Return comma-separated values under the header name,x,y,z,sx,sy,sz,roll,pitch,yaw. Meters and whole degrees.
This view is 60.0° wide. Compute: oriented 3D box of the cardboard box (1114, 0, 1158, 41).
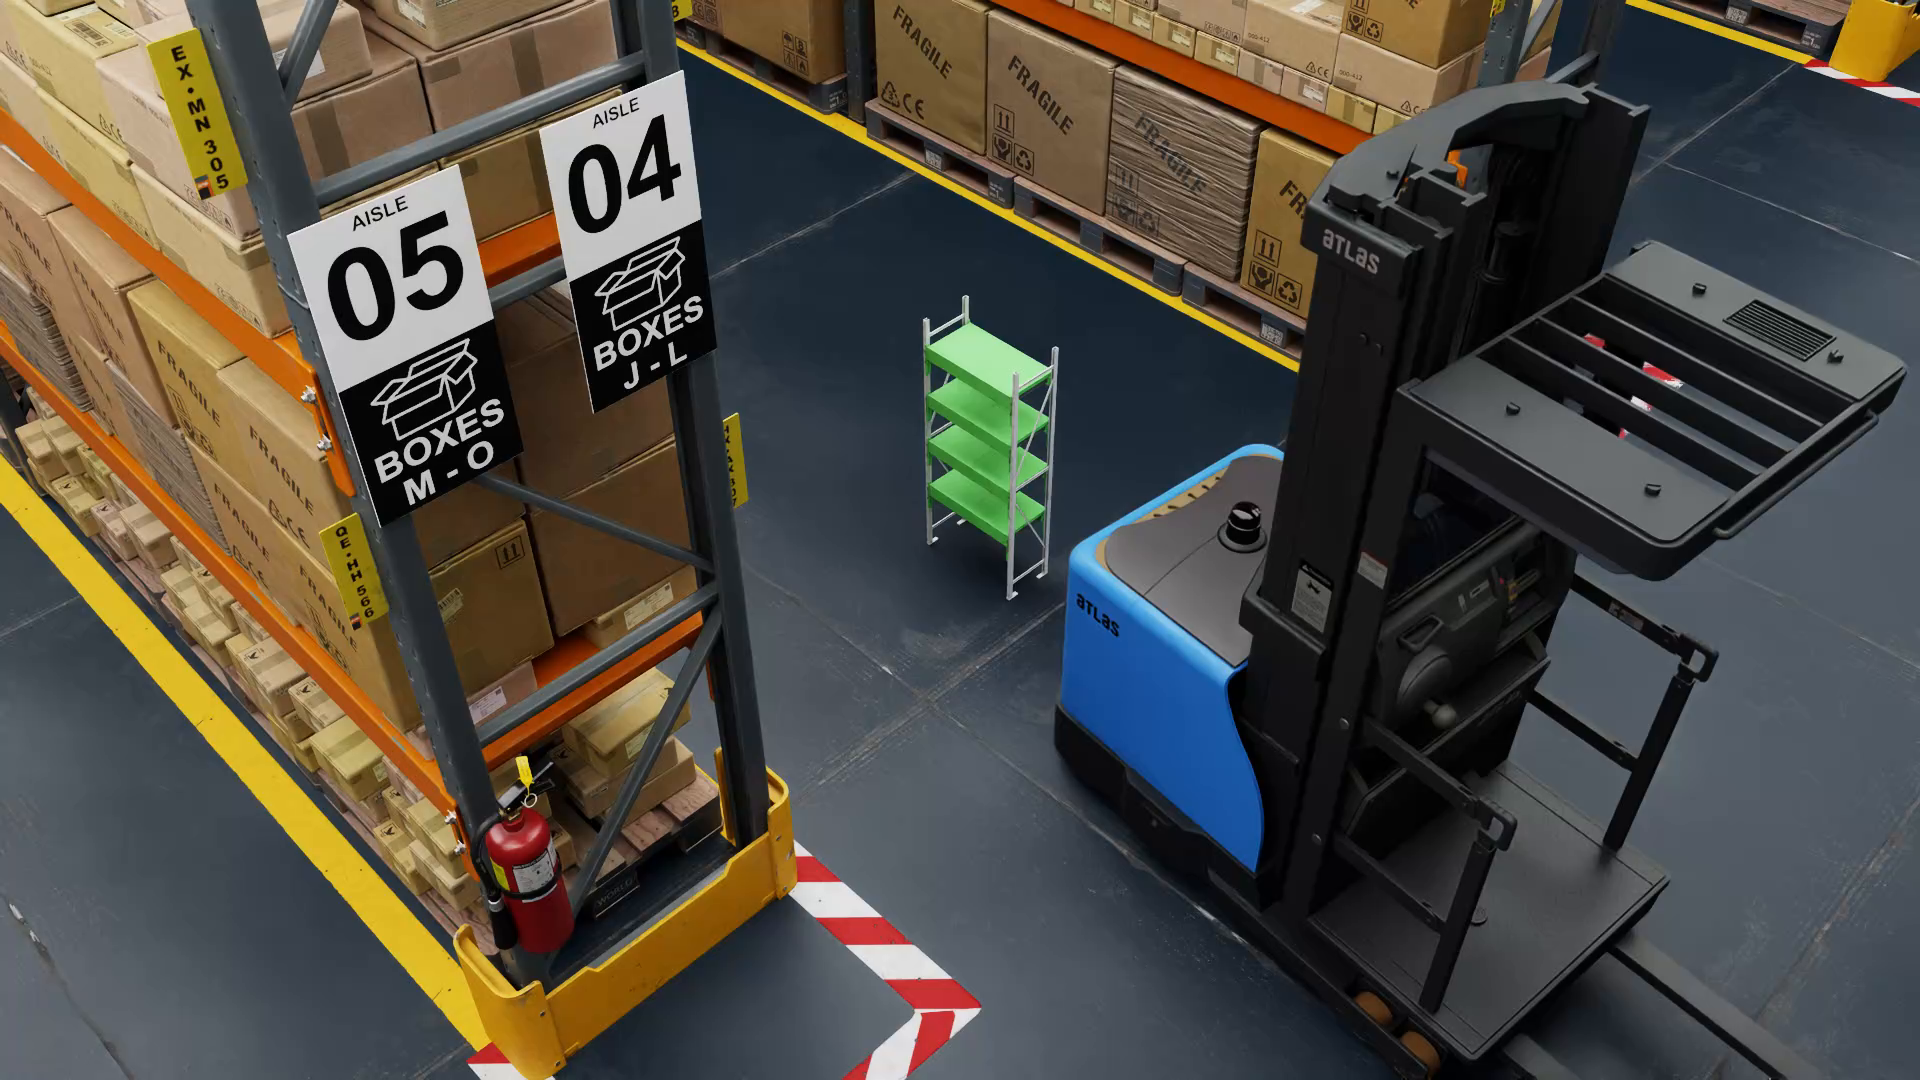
name,x,y,z,sx,sy,sz,roll,pitch,yaw
cardboard box,0.977,-2.620,8.178,0.380,0.149,0.250,-33,52,-31

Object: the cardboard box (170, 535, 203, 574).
name,x,y,z,sx,sy,sz,roll,pitch,yaw
cardboard box,-2.831,0.007,6.502,0.250,0.149,0.380,32,51,30

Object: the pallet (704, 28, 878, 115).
name,x,y,z,sx,sy,sz,roll,pitch,yaw
pallet,-0.882,-3.197,10.672,1.003,0.211,1.213,-34,53,-31

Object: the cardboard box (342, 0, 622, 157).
name,x,y,z,sx,sy,sz,roll,pitch,yaw
cardboard box,-1.175,-1.206,3.995,0.500,0.250,0.500,-33,52,-31

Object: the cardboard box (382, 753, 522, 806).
name,x,y,z,sx,sy,sz,roll,pitch,yaw
cardboard box,-1.732,0.757,5.691,0.380,0.149,0.250,-33,52,-31

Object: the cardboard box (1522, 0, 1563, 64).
name,x,y,z,sx,sy,sz,roll,pitch,yaw
cardboard box,2.393,-2.379,7.623,0.500,0.250,0.500,33,52,30

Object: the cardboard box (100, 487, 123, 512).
name,x,y,z,sx,sy,sz,roll,pitch,yaw
cardboard box,-3.398,-0.268,7.020,0.250,0.149,0.380,34,52,31

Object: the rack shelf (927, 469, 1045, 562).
name,x,y,z,sx,sy,sz,roll,pitch,yaw
rack shelf,0.117,-0.138,7.080,0.258,0.148,0.480,-34,53,-31

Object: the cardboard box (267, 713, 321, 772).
name,x,y,z,sx,sy,sz,roll,pitch,yaw
cardboard box,-2.349,0.656,6.239,0.250,0.149,0.380,32,51,30

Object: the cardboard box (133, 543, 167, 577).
name,x,y,z,sx,sy,sz,roll,pitch,yaw
cardboard box,-3.222,-0.016,6.965,0.250,0.149,0.380,33,52,31

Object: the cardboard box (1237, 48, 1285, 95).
name,x,y,z,sx,sy,sz,roll,pitch,yaw
cardboard box,1.519,-2.252,7.779,0.380,0.149,0.250,-33,52,-31

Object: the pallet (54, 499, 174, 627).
name,x,y,z,sx,sy,sz,roll,pitch,yaw
pallet,-3.368,-0.228,7.459,1.003,0.211,1.213,-34,53,-31

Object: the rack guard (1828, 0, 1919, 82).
name,x,y,z,sx,sy,sz,roll,pitch,yaw
rack guard,6.074,-3.415,10.695,1.175,0.500,0.348,-34,53,-31

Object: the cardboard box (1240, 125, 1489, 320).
name,x,y,z,sx,sy,sz,roll,pitch,yaw
cardboard box,2.032,-1.608,8.153,0.875,0.875,0.875,-34,53,-31

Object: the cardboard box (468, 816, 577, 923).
name,x,y,z,sx,sy,sz,roll,pitch,yaw
cardboard box,-1.562,1.104,5.754,0.380,0.149,0.250,-33,52,-31

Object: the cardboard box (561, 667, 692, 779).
name,x,y,z,sx,sy,sz,roll,pitch,yaw
cardboard box,-1.172,0.624,5.835,0.250,0.149,0.380,32,51,30

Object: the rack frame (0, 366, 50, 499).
name,x,y,z,sx,sy,sz,roll,pitch,yaw
rack frame,-3.867,-1.558,6.843,1.000,3.000,0.127,-34,53,-31

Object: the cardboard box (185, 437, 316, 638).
name,x,y,z,sx,sy,sz,roll,pitch,yaw
cardboard box,-1.902,-0.124,4.999,0.500,0.500,0.500,33,52,31

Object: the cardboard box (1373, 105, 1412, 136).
name,x,y,z,sx,sy,sz,roll,pitch,yaw
cardboard box,2.056,-1.886,7.383,0.380,0.149,0.250,-33,52,-31

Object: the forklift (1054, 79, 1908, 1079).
name,x,y,z,sx,sy,sz,roll,pitch,yaw
forklift,1.688,0.307,4.875,1.130,2.935,3.031,-29,50,-28

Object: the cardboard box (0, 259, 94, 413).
name,x,y,z,sx,sy,sz,roll,pitch,yaw
cardboard box,-3.011,-0.852,5.786,0.500,0.500,0.500,33,52,31

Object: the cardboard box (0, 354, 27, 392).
name,x,y,z,sx,sy,sz,roll,pitch,yaw
cardboard box,-4.568,-1.029,7.803,0.500,0.500,0.500,33,52,31

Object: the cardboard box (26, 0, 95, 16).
name,x,y,z,sx,sy,sz,roll,pitch,yaw
cardboard box,-2.035,-1.395,3.905,0.380,0.149,0.250,-33,52,-31

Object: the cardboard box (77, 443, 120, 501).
name,x,y,z,sx,sy,sz,roll,pitch,yaw
cardboard box,-3.404,-0.360,6.900,0.250,0.149,0.380,33,52,31

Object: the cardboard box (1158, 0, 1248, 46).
name,x,y,z,sx,sy,sz,roll,pitch,yaw
cardboard box,1.293,-2.613,7.876,0.500,0.250,0.500,32,52,30

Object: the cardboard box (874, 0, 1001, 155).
name,x,y,z,sx,sy,sz,roll,pitch,yaw
cardboard box,0.126,-2.905,9.557,0.875,0.875,0.875,-34,53,-31

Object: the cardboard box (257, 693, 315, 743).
name,x,y,z,sx,sy,sz,roll,pitch,yaw
cardboard box,-2.360,0.539,6.145,0.380,0.149,0.250,-33,52,-31

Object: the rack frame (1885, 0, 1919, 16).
name,x,y,z,sx,sy,sz,roll,pitch,yaw
rack frame,6.048,-4.338,9.852,1.000,3.000,0.127,-34,53,-31

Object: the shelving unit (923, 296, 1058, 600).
name,x,y,z,sx,sy,sz,roll,pitch,yaw
shelving unit,0.117,-0.361,6.874,0.258,1.200,0.503,-34,53,-31

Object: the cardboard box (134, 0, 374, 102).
name,x,y,z,sx,sy,sz,roll,pitch,yaw
cardboard box,-1.485,-1.031,3.511,0.250,0.149,0.380,34,52,31

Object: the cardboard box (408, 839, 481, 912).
name,x,y,z,sx,sy,sz,roll,pitch,yaw
cardboard box,-1.617,1.031,5.614,0.250,0.149,0.380,33,52,30

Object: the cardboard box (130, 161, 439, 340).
name,x,y,z,sx,sy,sz,roll,pitch,yaw
cardboard box,-1.551,-0.774,3.895,0.500,0.250,0.500,33,52,31

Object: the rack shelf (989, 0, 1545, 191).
name,x,y,z,sx,sy,sz,roll,pitch,yaw
rack shelf,1.129,-2.661,8.567,1.077,0.370,4.000,-34,53,-31

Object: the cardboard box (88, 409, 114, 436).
name,x,y,z,sx,sy,sz,roll,pitch,yaw
cardboard box,-2.934,-0.563,5.952,0.380,0.149,0.250,-32,51,-30

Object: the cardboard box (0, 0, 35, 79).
name,x,y,z,sx,sy,sz,roll,pitch,yaw
cardboard box,-2.269,-1.458,4.267,0.500,0.250,0.500,-33,52,-31

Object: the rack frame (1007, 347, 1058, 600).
name,x,y,z,sx,sy,sz,roll,pitch,yaw
rack frame,0.289,-0.244,6.747,0.240,1.200,0.015,-34,53,-31

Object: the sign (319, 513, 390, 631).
name,x,y,z,sx,sy,sz,roll,pitch,yaw
sign,-1.449,0.079,3.985,0.100,0.325,0.005,-34,53,-31

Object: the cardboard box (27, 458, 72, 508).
name,x,y,z,sx,sy,sz,roll,pitch,yaw
cardboard box,-3.837,-0.336,7.312,0.250,0.149,0.380,32,51,30

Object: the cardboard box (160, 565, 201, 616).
name,x,y,z,sx,sy,sz,roll,pitch,yaw
cardboard box,-2.898,0.158,6.558,0.250,0.149,0.380,34,52,31

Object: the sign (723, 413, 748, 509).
name,x,y,z,sx,sy,sz,roll,pitch,yaw
sign,-0.658,-0.214,4.751,0.100,0.325,0.005,-34,53,-31

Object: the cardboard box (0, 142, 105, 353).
name,x,y,z,sx,sy,sz,roll,pitch,yaw
cardboard box,-2.649,-0.991,5.200,0.500,0.500,0.500,32,52,30

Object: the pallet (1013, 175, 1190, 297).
name,x,y,z,sx,sy,sz,roll,pitch,yaw
pallet,1.064,-1.873,9.239,1.003,0.211,1.213,-34,53,-31

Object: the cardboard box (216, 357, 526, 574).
name,x,y,z,sx,sy,sz,roll,pitch,yaw
cardboard box,-1.541,-0.250,4.398,0.500,0.500,0.500,33,52,31

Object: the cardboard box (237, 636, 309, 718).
name,x,y,z,sx,sy,sz,roll,pitch,yaw
cardboard box,-2.372,0.437,6.038,0.380,0.149,0.250,-32,52,-30

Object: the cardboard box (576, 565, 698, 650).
name,x,y,z,sx,sy,sz,roll,pitch,yaw
cardboard box,-1.039,0.144,5.187,0.250,0.149,0.380,34,52,31
